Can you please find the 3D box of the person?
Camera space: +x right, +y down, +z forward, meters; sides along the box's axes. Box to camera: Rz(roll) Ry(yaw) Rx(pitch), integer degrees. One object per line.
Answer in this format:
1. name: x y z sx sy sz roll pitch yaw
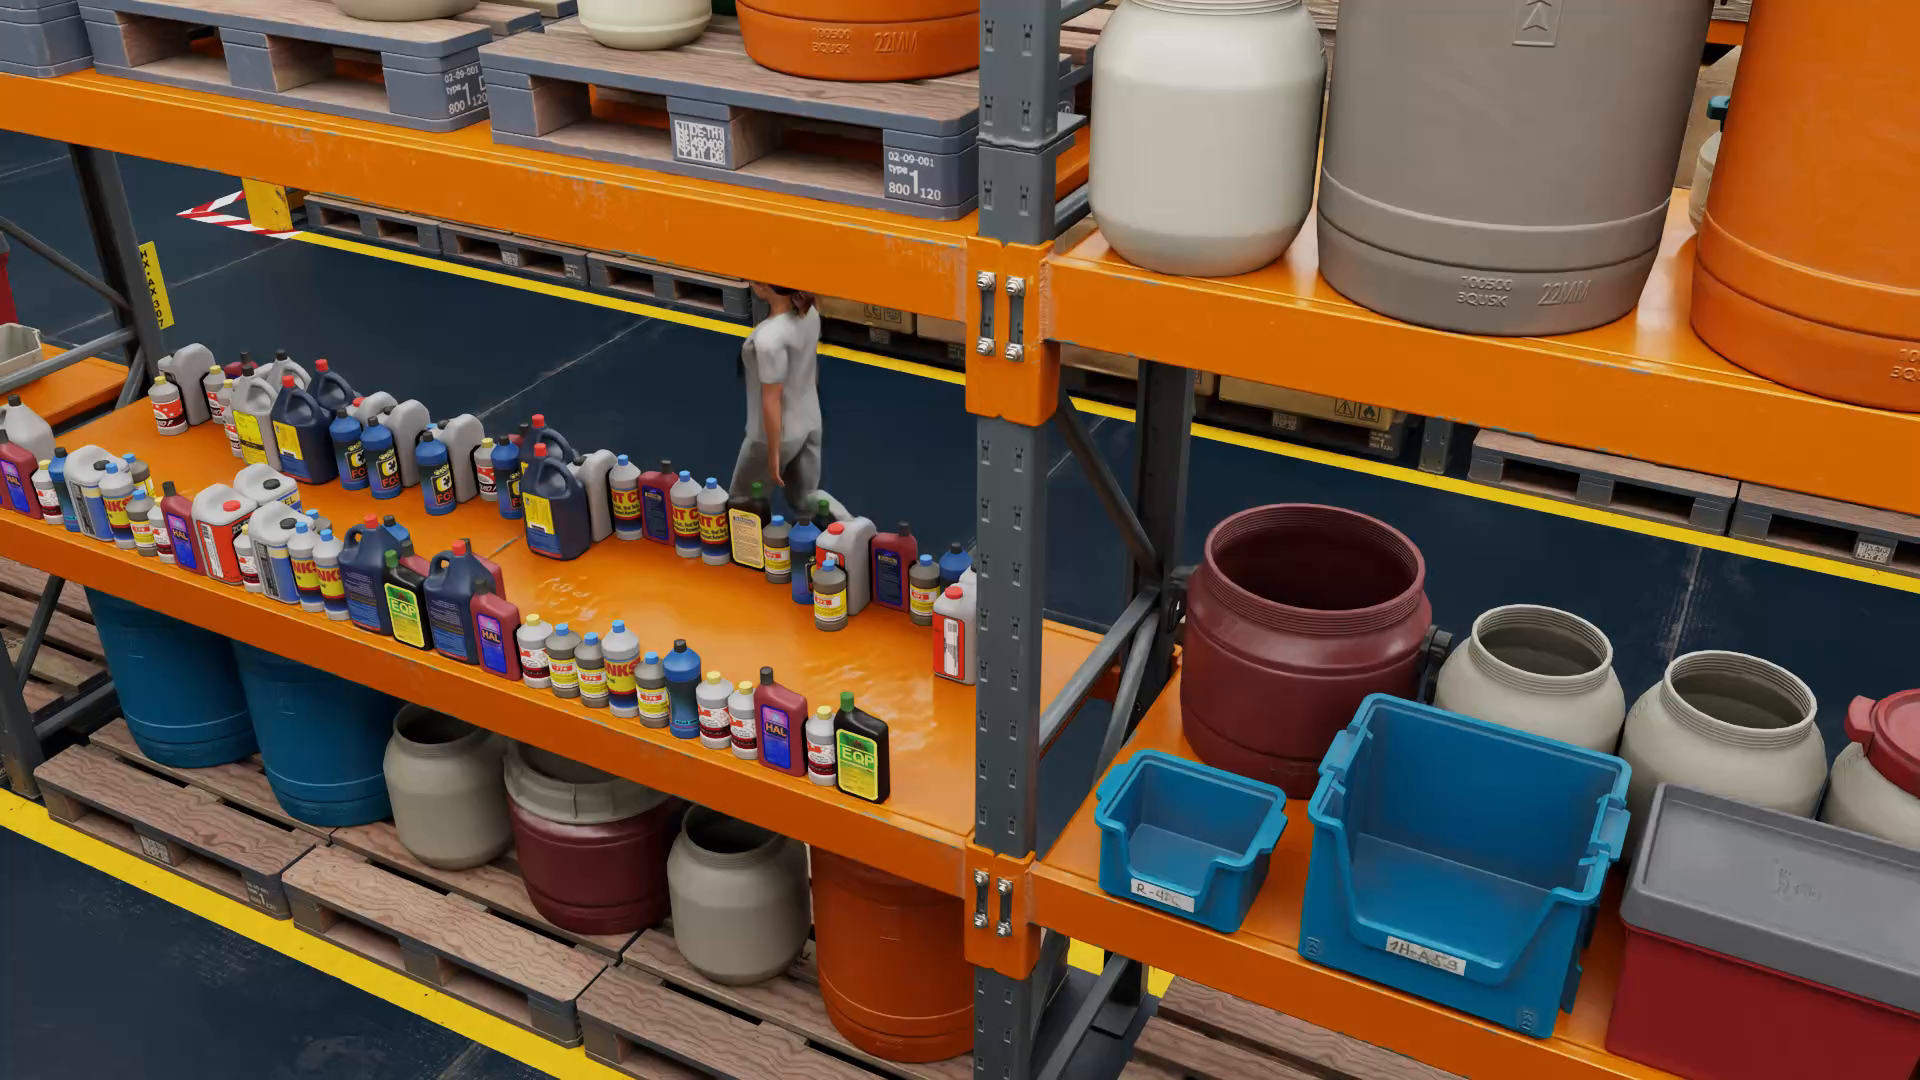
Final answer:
1. person: -0.664 -0.452 6.894 0.830 1.638 0.475 13 33 21
